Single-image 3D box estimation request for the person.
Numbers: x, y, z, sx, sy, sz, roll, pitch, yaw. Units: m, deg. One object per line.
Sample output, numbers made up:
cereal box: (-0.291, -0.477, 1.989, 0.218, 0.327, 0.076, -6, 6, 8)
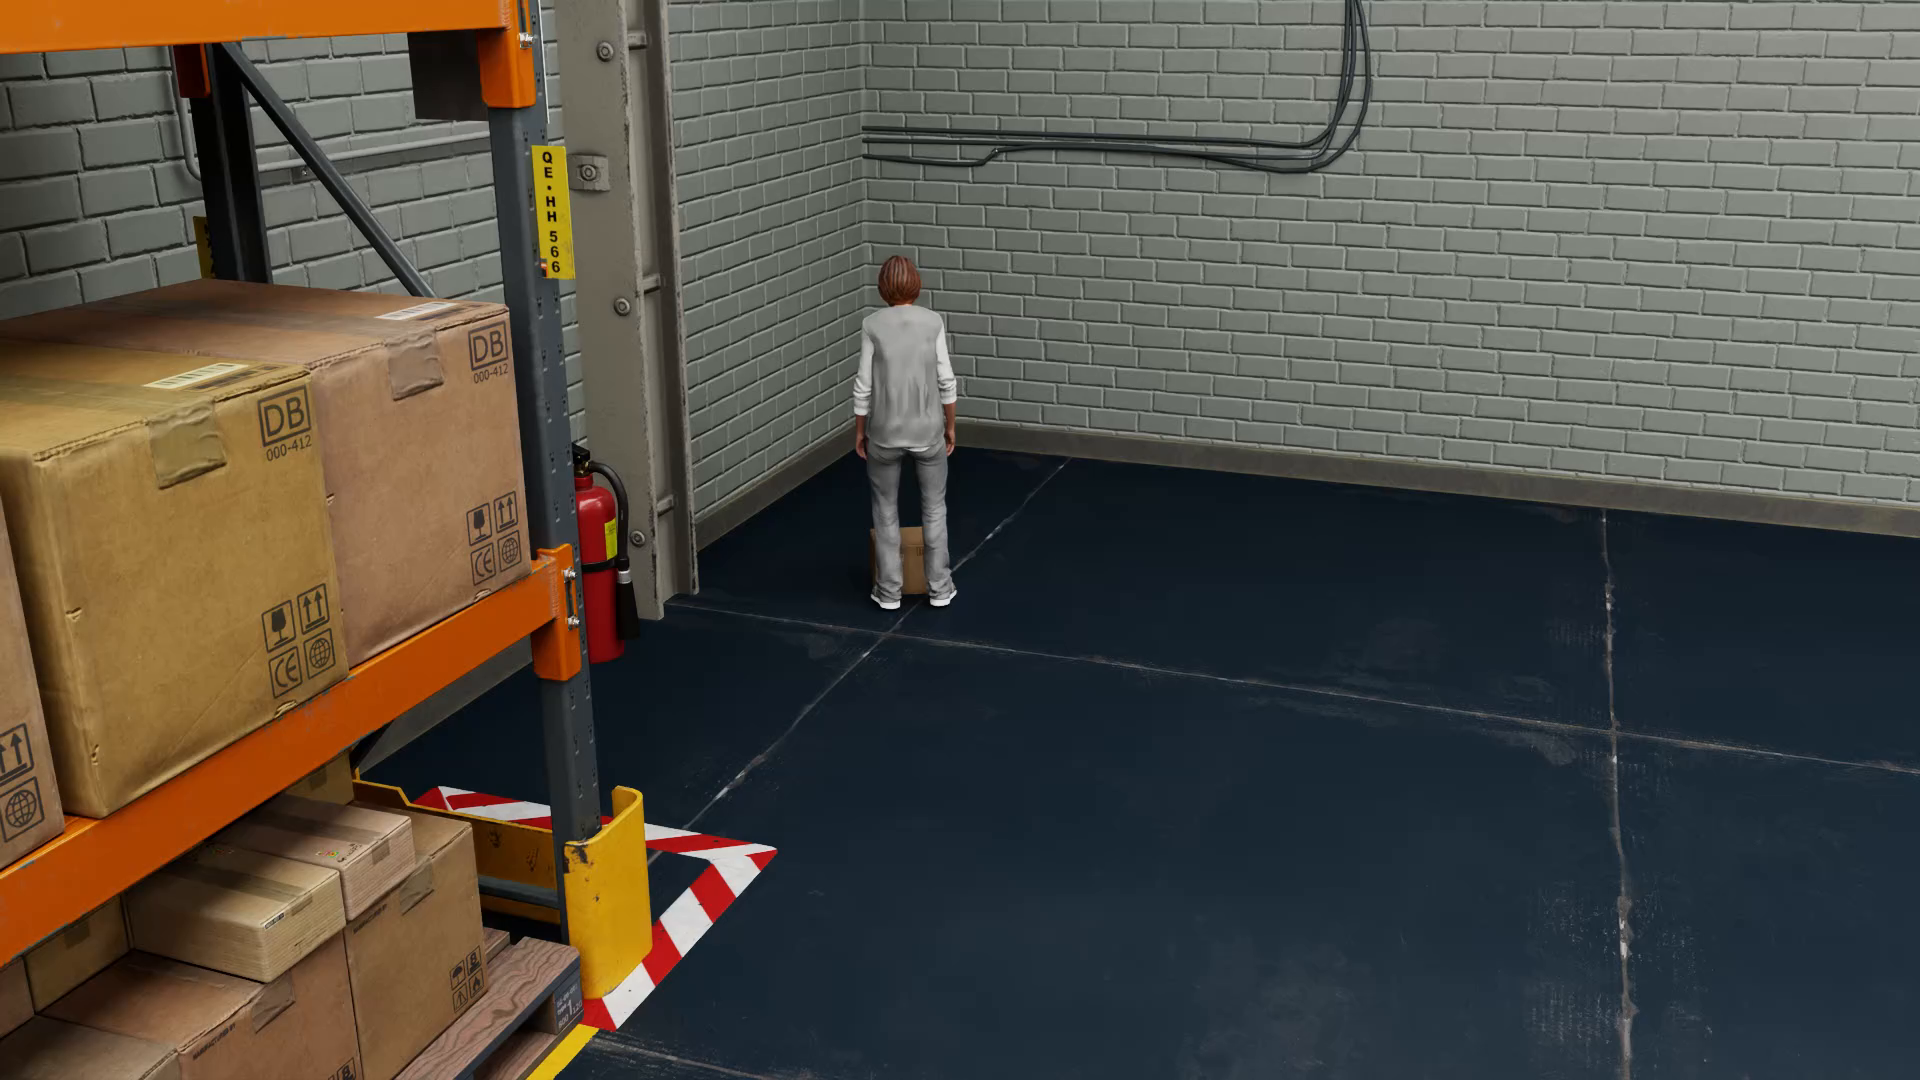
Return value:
person: (-0.241, -0.461, 7.425, 0.467, 1.592, 0.349, -2, 19, -6)
